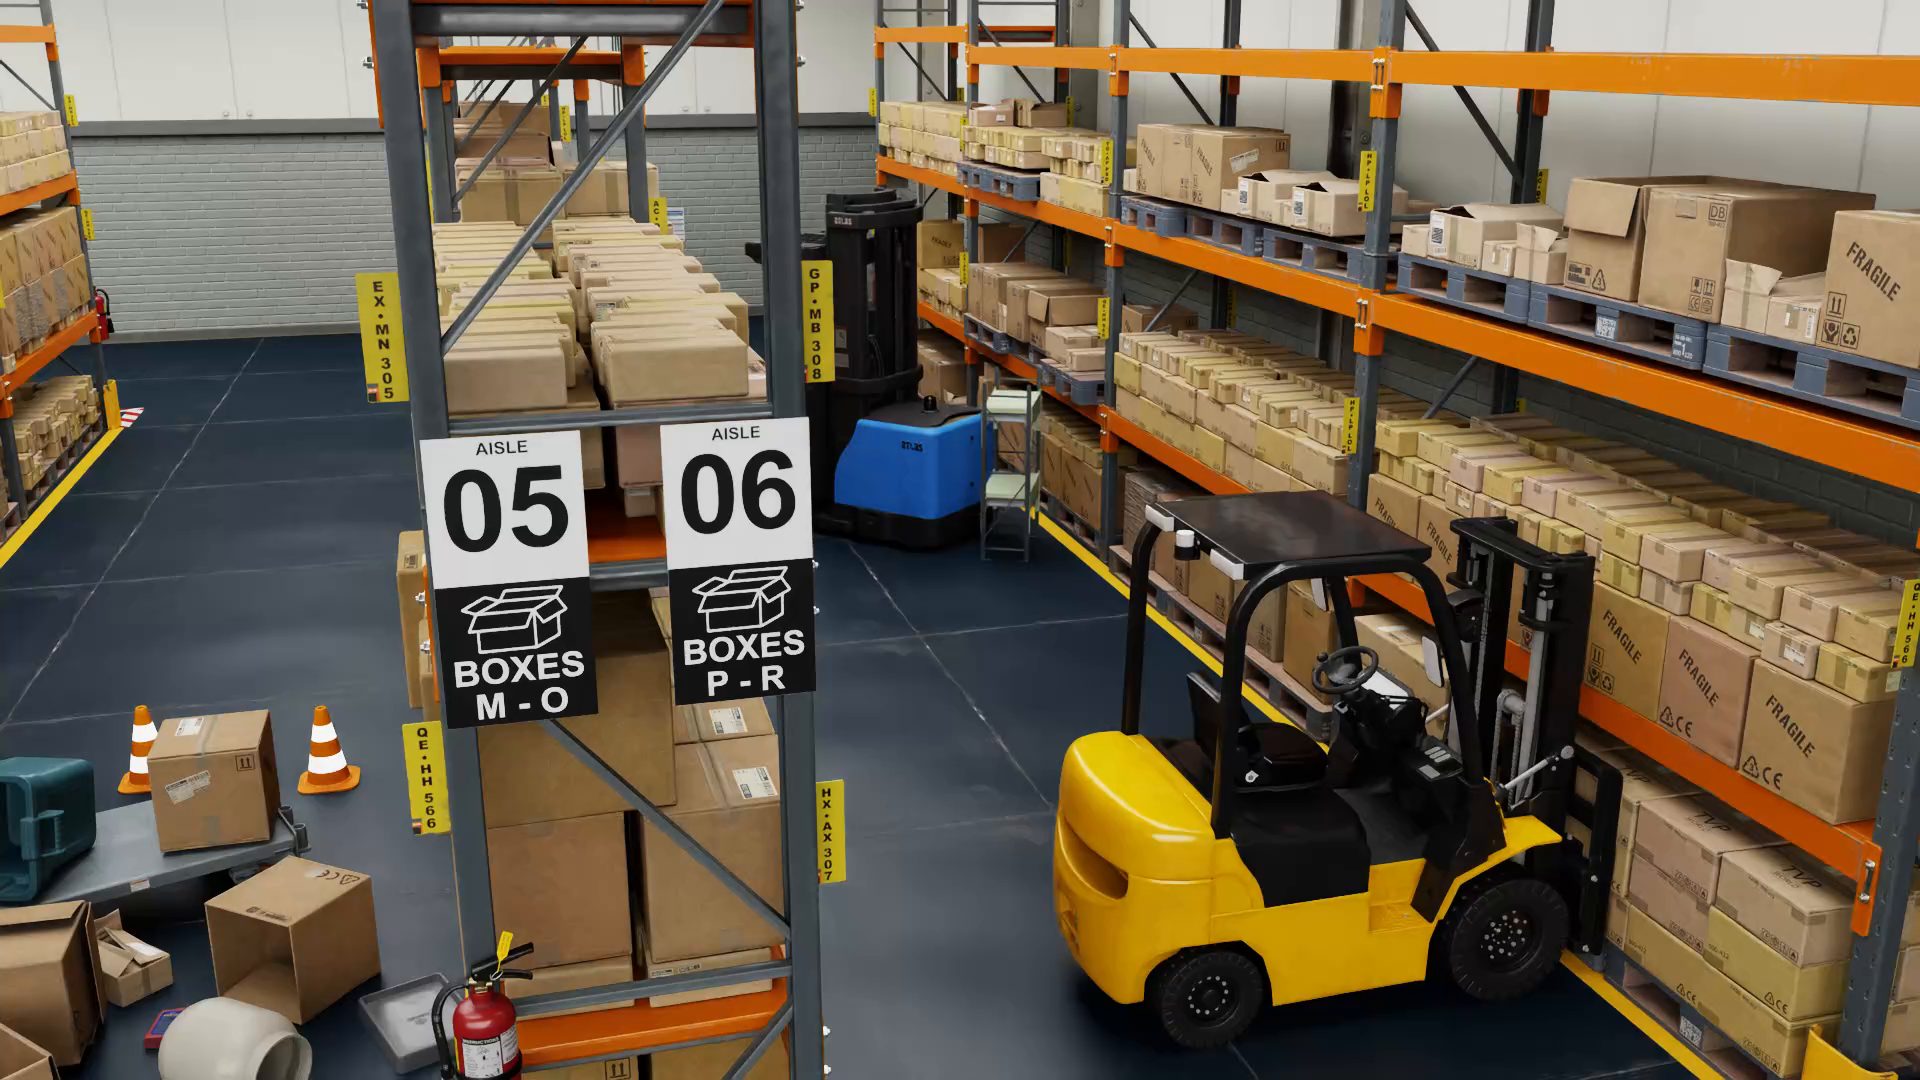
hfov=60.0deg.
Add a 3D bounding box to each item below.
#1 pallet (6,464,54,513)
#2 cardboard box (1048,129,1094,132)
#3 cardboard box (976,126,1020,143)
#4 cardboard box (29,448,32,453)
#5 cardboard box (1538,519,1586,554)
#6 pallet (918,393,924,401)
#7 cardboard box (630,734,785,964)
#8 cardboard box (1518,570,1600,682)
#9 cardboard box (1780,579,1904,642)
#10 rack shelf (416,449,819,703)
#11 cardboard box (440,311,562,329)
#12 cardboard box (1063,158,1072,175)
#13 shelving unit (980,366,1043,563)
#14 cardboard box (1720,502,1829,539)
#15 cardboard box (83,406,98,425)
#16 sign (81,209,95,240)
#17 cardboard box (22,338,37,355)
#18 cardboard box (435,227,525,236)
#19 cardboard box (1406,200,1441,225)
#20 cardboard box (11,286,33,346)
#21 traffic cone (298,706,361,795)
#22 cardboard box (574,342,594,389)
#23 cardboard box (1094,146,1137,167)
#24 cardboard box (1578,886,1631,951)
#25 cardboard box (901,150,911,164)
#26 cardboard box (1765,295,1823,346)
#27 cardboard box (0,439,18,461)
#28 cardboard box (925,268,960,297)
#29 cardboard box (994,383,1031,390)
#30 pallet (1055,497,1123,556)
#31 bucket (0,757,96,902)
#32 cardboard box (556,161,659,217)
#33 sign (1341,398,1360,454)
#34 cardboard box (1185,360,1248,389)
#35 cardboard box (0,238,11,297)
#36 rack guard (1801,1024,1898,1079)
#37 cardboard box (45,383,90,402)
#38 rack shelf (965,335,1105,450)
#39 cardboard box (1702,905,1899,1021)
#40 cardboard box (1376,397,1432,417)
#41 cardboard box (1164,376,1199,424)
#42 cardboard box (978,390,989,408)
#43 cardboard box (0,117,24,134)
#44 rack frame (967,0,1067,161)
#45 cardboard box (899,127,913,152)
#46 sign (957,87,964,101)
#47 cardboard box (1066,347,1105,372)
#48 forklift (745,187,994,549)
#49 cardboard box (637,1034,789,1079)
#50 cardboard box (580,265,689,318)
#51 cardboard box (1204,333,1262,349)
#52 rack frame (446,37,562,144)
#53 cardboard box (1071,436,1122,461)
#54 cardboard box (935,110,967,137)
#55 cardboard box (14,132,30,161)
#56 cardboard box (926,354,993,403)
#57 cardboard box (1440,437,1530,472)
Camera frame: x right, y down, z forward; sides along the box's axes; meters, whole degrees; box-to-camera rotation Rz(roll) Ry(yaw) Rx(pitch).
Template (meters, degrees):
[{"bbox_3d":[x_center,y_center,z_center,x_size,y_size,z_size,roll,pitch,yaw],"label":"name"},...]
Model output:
[{"bbox_3d":[-9.157,-0.432,15.523,1.003,0.211,1.213,-5,17,-15],"label":"pallet"},{"bbox_3d":[1.039,-3.746,15.510,0.380,0.149,0.250,-5,18,-17],"label":"cardboard box"},{"bbox_3d":[0.367,-3.920,16.089,0.380,0.149,0.250,-4,17,-14],"label":"cardboard box"},{"bbox_3d":[-8.988,-0.816,15.662,0.380,0.149,0.250,-5,17,-16],"label":"cardboard box"},{"bbox_3d":[3.004,-0.005,7.952,0.380,0.149,0.250,-5,17,-16],"label":"cardboard box"},{"bbox_3d":[0.038,-1.590,19.378,1.003,0.211,1.213,-5,17,-15],"label":"pallet"},{"bbox_3d":[-0.772,0.972,5.311,0.500,0.500,0.500,-5,17,-16],"label":"cardboard box"},{"bbox_3d":[3.051,0.335,7.950,0.500,0.500,0.500,-5,17,-15],"label":"cardboard box"},{"bbox_3d":[3.464,0.273,6.511,0.380,0.149,0.250,-5,17,-15],"label":"cardboard box"},{"bbox_3d":[-1.459,-0.330,6.372,1.077,0.370,4.000,-5,17,-15],"label":"rack shelf"},{"bbox_3d":[-1.408,-0.596,5.060,0.380,0.149,0.250,-5,17,-16],"label":"cardboard box"},{"bbox_3d":[1.104,-3.212,14.284,0.380,0.149,0.250,-5,17,-15],"label":"cardboard box"},{"bbox_3d":[0.433,-0.647,13.994,0.431,1.500,0.755,3,17,9],"label":"shelving unit"},{"bbox_3d":[3.722,-0.057,7.608,0.380,0.149,0.250,-5,17,-17],"label":"cardboard box"},{"bbox_3d":[-9.525,-1.334,17.906,0.380,0.149,0.250,-4,17,-14],"label":"cardboard box"},{"bbox_3d":[-9.499,-3.435,18.112,0.100,0.325,0.005,-5,17,-15],"label":"sign"},{"bbox_3d":[-9.043,-1.854,15.848,0.380,0.149,0.250,-4,17,-14],"label":"cardboard box"},{"bbox_3d":[-2.136,-1.307,7.424,0.380,0.149,0.250,-4,17,-14],"label":"cardboard box"},{"bbox_3d":[2.719,-2.000,10.215,0.380,0.149,0.250,-5,17,-15],"label":"cardboard box"},{"bbox_3d":[-8.975,-2.068,15.432,0.500,0.500,0.500,-5,17,-15],"label":"cardboard box"},{"bbox_3d":[-3.695,1.192,9.681,0.336,0.463,0.334,-5,17,-15],"label":"traffic cone"},{"bbox_3d":[-1.433,-0.452,5.274,0.500,0.250,0.500,-5,17,-16],"label":"cardboard box"},{"bbox_3d":[1.285,-3.061,13.264,0.380,0.149,0.250,-4,17,-13],"label":"cardboard box"},{"bbox_3d":[3.173,1.655,7.777,0.500,0.250,0.500,-5,17,-15],"label":"cardboard box"},{"bbox_3d":[-0.471,-4.422,19.181,0.380,0.149,0.250,-5,17,-15],"label":"cardboard box"},{"bbox_3d":[3.343,-0.848,6.382,0.380,0.149,0.250,-5,17,-17],"label":"cardboard box"},{"bbox_3d":[-8.834,-0.817,15.149,0.380,0.149,0.250,-4,17,-13],"label":"cardboard box"},{"bbox_3d":[-0.086,-2.866,18.523,0.500,0.250,0.500,-5,17,-16],"label":"cardboard box"},{"bbox_3d":[0.558,-1.521,16.790,0.380,0.149,0.250,-5,17,-17],"label":"cardboard box"},{"bbox_3d":[1.495,-0.165,14.634,1.003,0.211,1.213,-5,17,-15],"label":"pallet"},{"bbox_3d":[-4.486,1.323,7.880,0.726,0.611,0.620,1,7,4],"label":"bucket"},{"bbox_3d":[-1.930,-1.927,9.100,0.500,0.250,0.500,-5,17,-16],"label":"cardboard box"},{"bbox_3d":[2.244,-0.655,9.545,0.100,0.325,0.005,-5,17,-15],"label":"sign"},{"bbox_3d":[1.833,-1.182,11.871,0.380,0.149,0.250,-4,17,-14],"label":"cardboard box"},{"bbox_3d":[-8.828,-2.398,14.792,0.500,0.500,0.500,-4,17,-14],"label":"cardboard box"},{"bbox_3d":[3.869,2.126,6.506,1.175,0.500,0.348,-5,17,-15],"label":"rack guard"},{"bbox_3d":[-9.441,-1.550,17.588,0.380,0.149,0.250,-5,17,-16],"label":"cardboard box"},{"bbox_3d":[1.114,-1.500,15.481,1.077,0.370,4.000,-5,17,-15],"label":"rack shelf"},{"bbox_3d":[3.428,1.688,6.798,0.500,0.250,0.500,-5,17,-16],"label":"cardboard box"},{"bbox_3d":[2.782,-0.805,10.616,0.380,0.149,0.250,-5,17,-15],"label":"cardboard box"},{"bbox_3d":[1.814,-1.032,12.064,0.500,0.250,0.500,-5,17,-17],"label":"cardboard box"},{"bbox_3d":[0.481,-1.250,17.013,0.500,0.500,0.500,-4,17,-13],"label":"cardboard box"},{"bbox_3d":[-9.262,-3.990,16.006,0.380,0.149,0.250,-5,17,-17],"label":"cardboard box"},{"bbox_3d":[0.565,-5.270,16.356,1.000,3.000,0.127,-5,17,-15],"label":"rack frame"},{"bbox_3d":[-0.387,-4.585,19.032,0.500,0.250,0.500,-5,17,-17],"label":"cardboard box"},{"bbox_3d":[0.005,-5.403,20.471,0.100,0.325,0.005,-5,17,-15],"label":"sign"},{"bbox_3d":[1.115,-1.523,14.015,0.380,0.149,0.250,-4,17,-14],"label":"cardboard box"},{"bbox_3d":[-1.188,-1.630,14.783,3.031,2.935,1.130,11,20,32],"label":"forklift"},{"bbox_3d":[-0.872,1.821,5.923,0.500,0.500,0.500,-5,18,-17],"label":"cardboard box"},{"bbox_3d":[-1.199,-0.921,6.139,0.380,0.149,0.250,-4,17,-14],"label":"cardboard box"},{"bbox_3d":[2.127,-1.512,12.970,0.380,0.149,0.250,-4,17,-14],"label":"cardboard box"},{"bbox_3d":[-4.207,-4.877,15.046,1.000,3.000,0.127,-5,17,-15],"label":"rack frame"},{"bbox_3d":[1.180,-0.795,14.373,0.380,0.149,0.250,-6,18,-18],"label":"cardboard box"},{"bbox_3d":[0.047,-4.404,17.561,0.500,0.250,0.500,-5,17,-16],"label":"cardboard box"},{"bbox_3d":[-9.259,-3.764,15.947,0.500,0.250,0.500,-5,18,-18],"label":"cardboard box"},{"bbox_3d":[0.025,-1.804,18.860,0.700,0.500,0.500,-5,18,-17],"label":"cardboard box"},{"bbox_3d":[2.803,-0.439,8.881,0.380,0.149,0.250,-5,17,-16],"label":"cardboard box"}]
